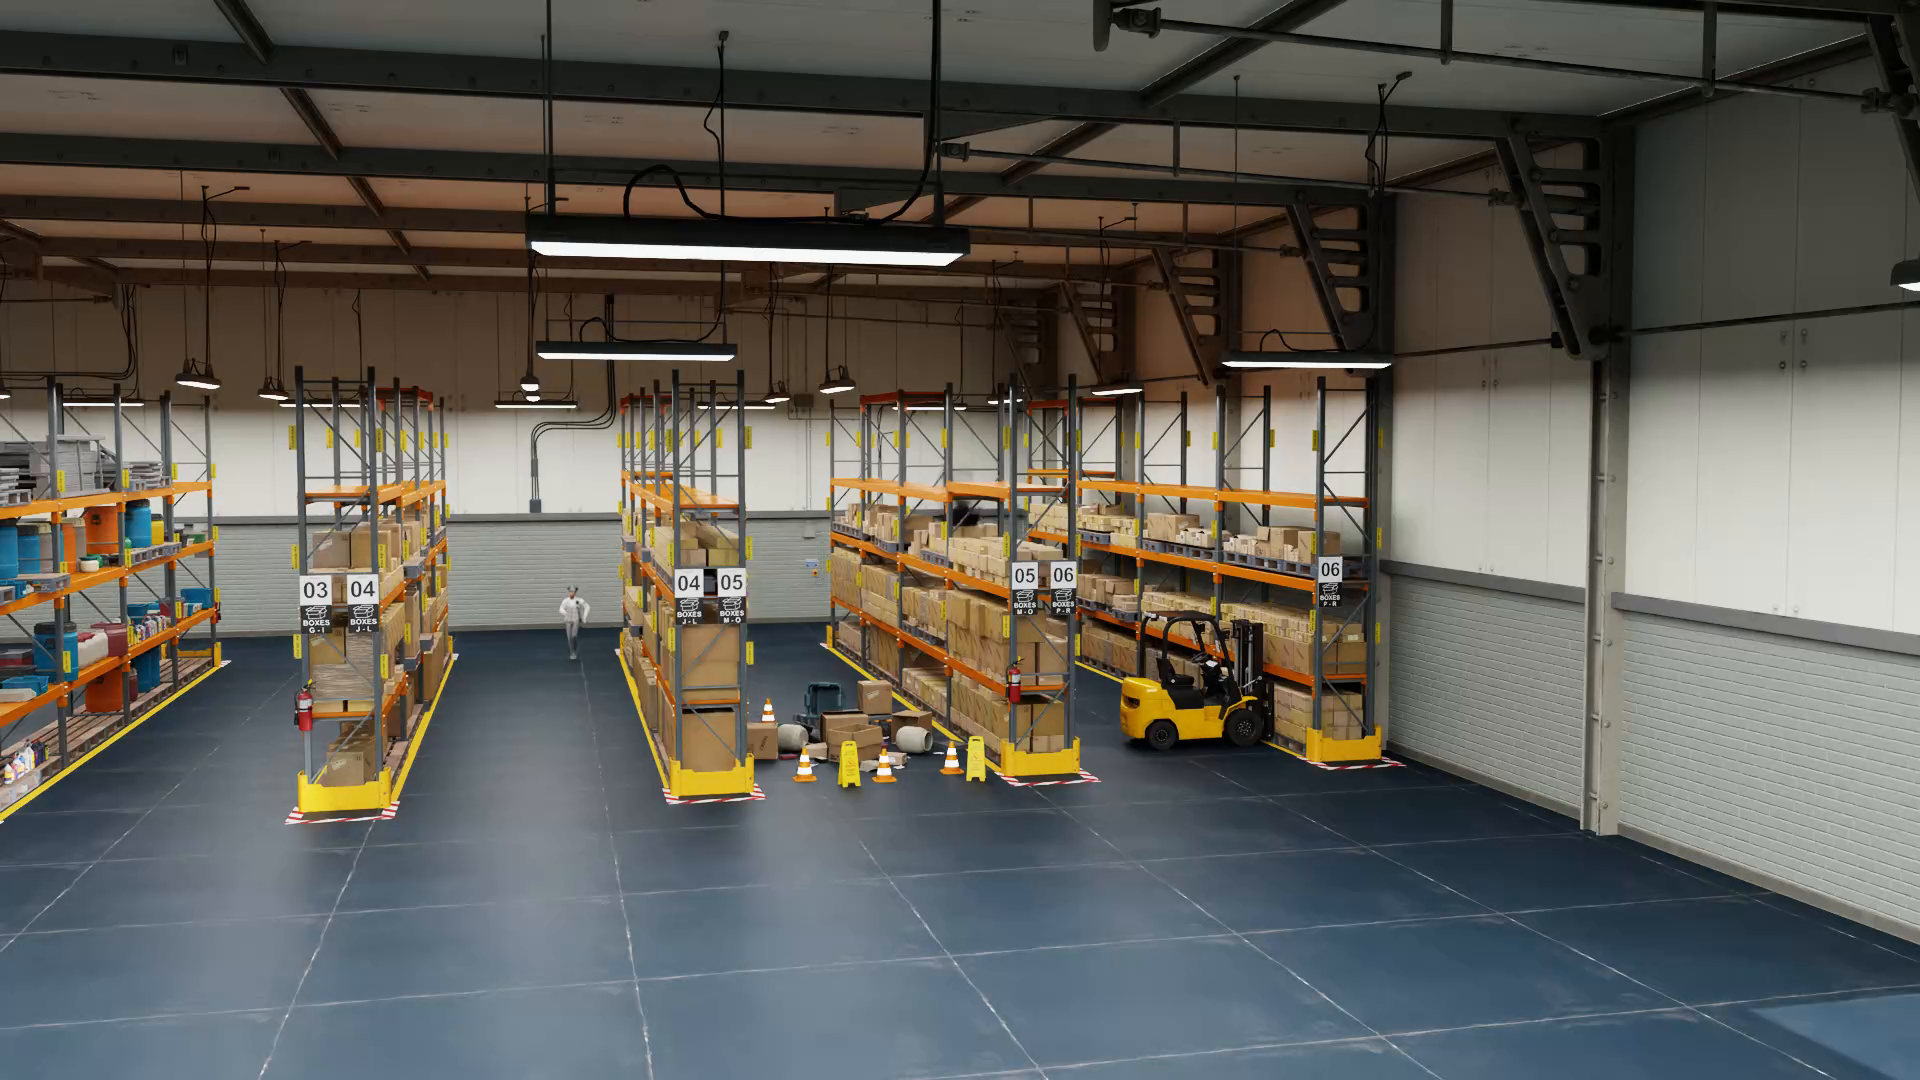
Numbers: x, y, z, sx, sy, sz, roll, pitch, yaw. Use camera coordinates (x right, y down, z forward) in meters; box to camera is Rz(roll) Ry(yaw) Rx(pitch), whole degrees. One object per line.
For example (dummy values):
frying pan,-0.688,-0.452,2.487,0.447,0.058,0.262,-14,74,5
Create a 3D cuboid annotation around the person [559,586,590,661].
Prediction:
person,-8.837,1.895,37.965,0.616,1.709,0.654,0,3,5
